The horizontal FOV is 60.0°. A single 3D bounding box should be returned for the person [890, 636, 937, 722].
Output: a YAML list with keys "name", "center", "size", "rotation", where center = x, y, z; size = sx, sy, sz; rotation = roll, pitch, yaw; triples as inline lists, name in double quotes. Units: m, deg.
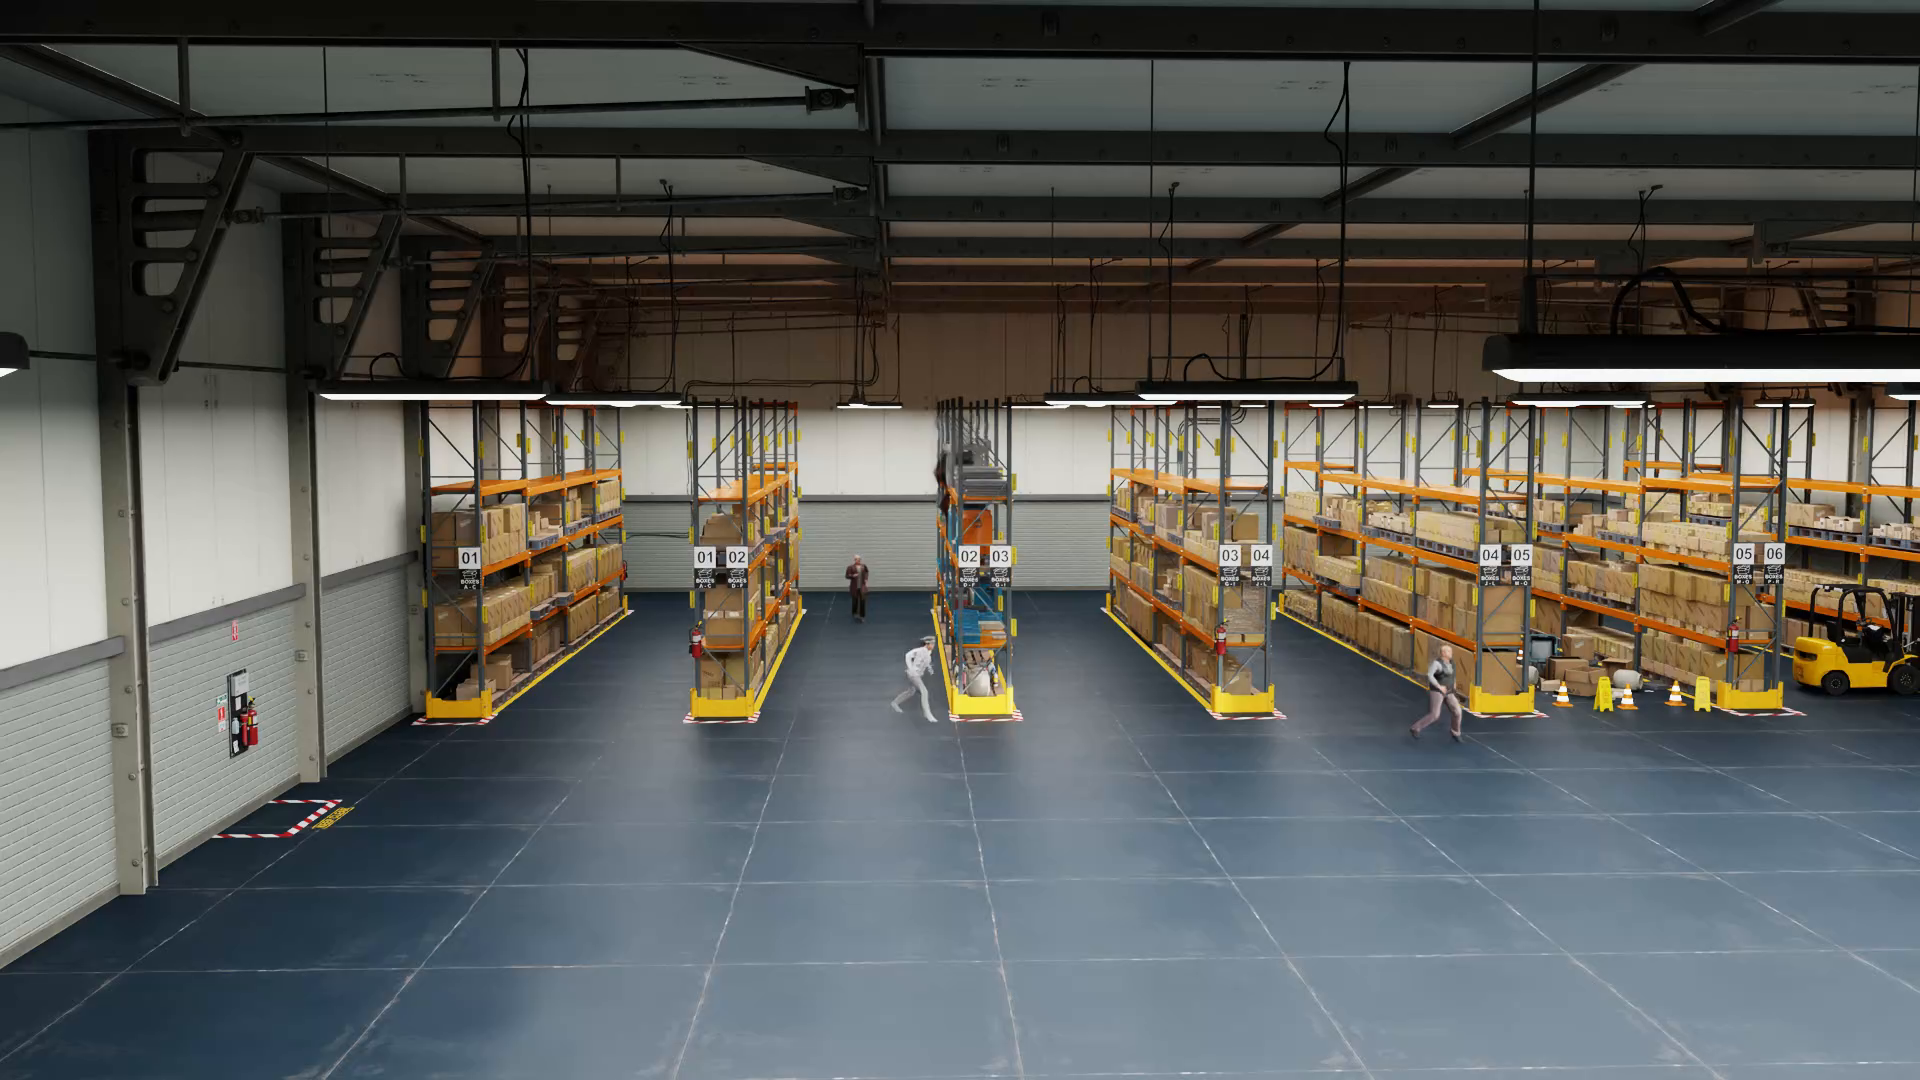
- name: "person"
  center: [-0.884, 2.566, 30.886]
  size: [0.981, 1.628, 0.656]
  rotation: [3, 5, 30]

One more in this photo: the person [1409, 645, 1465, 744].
- name: "person"
  center: [8.306, 2.676, 28.756]
  size: [0.888, 1.721, 0.739]
  rotation: [-3, 6, -38]

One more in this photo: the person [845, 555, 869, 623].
- name: "person"
  center: [-2.798, 1.326, 45.391]
  size: [0.694, 1.840, 0.850]
  rotation: [-1, 5, -13]
